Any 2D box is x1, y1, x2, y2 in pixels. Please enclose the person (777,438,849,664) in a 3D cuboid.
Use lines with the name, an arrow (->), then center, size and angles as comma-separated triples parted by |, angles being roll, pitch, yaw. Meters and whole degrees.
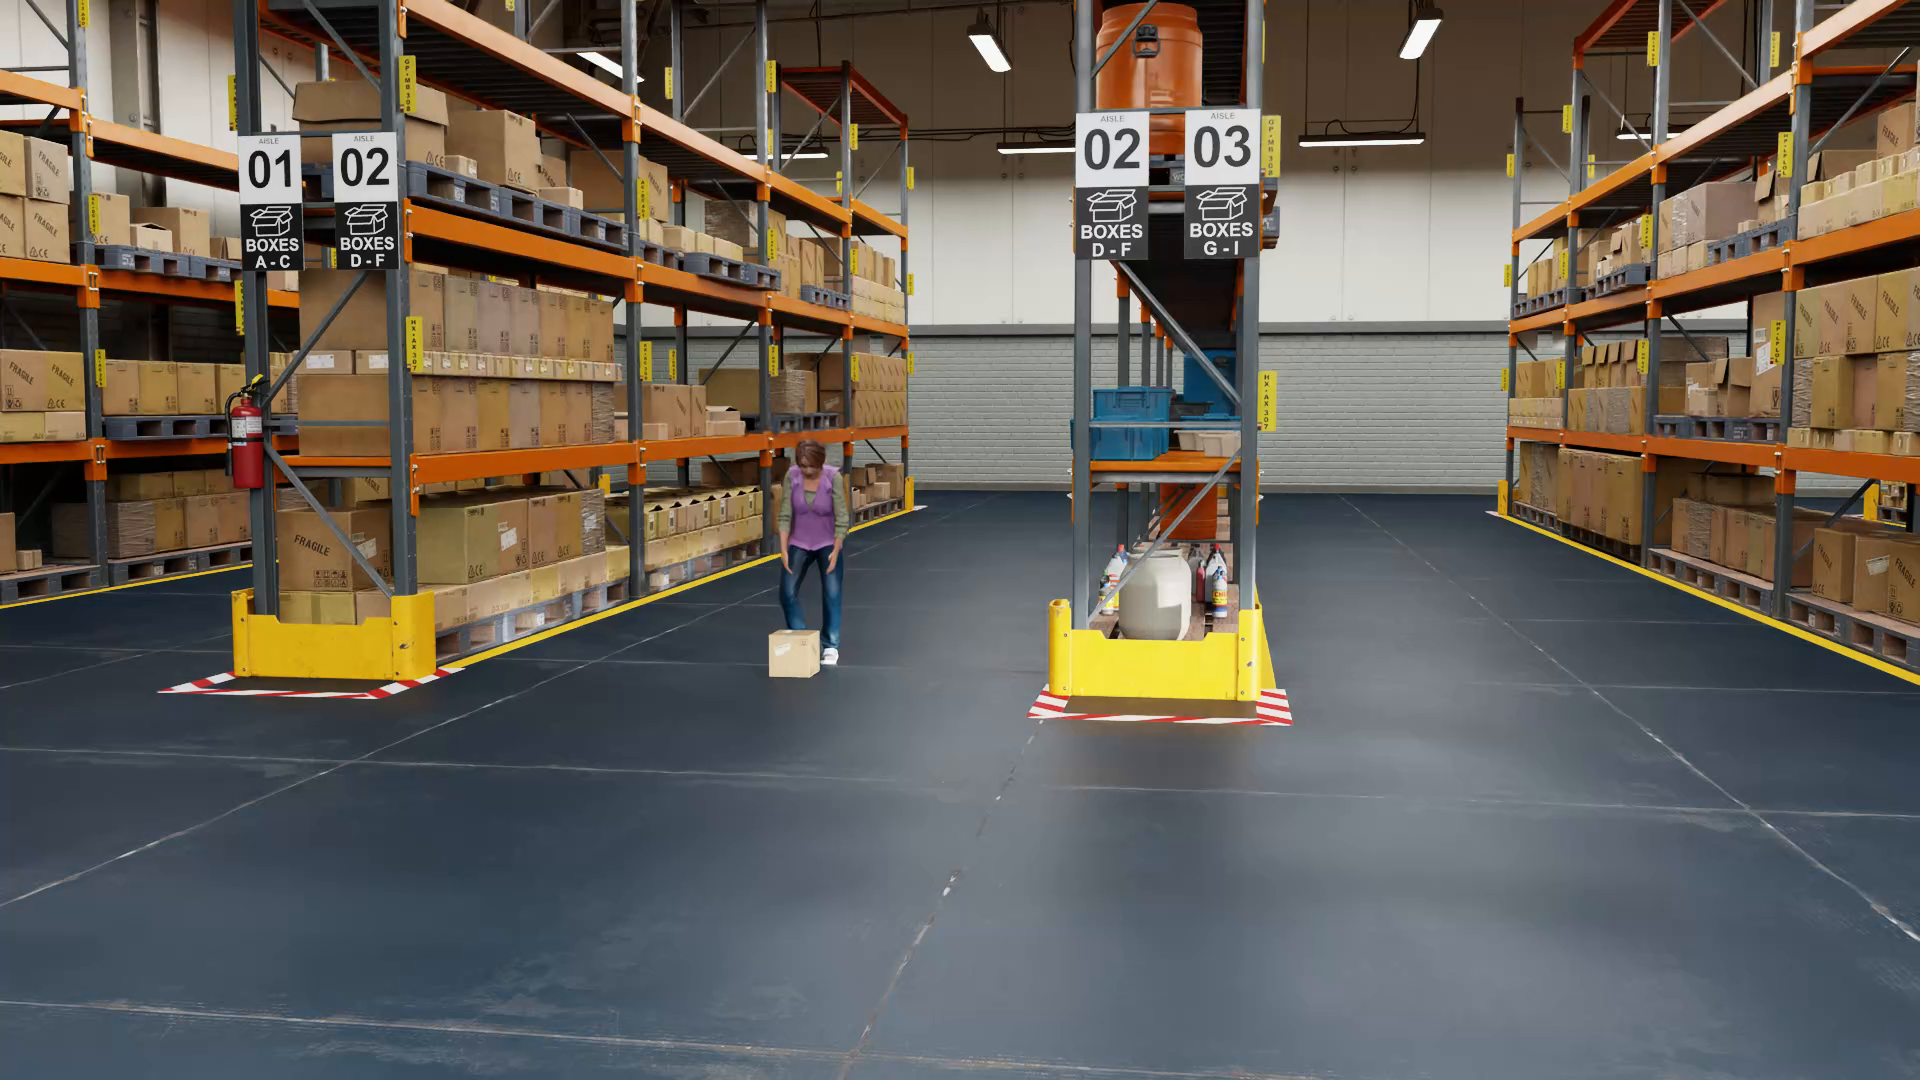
person -> -0.901, 0.070, 10.399 | 0.456, 1.423, 0.560 | 1, 5, 9
